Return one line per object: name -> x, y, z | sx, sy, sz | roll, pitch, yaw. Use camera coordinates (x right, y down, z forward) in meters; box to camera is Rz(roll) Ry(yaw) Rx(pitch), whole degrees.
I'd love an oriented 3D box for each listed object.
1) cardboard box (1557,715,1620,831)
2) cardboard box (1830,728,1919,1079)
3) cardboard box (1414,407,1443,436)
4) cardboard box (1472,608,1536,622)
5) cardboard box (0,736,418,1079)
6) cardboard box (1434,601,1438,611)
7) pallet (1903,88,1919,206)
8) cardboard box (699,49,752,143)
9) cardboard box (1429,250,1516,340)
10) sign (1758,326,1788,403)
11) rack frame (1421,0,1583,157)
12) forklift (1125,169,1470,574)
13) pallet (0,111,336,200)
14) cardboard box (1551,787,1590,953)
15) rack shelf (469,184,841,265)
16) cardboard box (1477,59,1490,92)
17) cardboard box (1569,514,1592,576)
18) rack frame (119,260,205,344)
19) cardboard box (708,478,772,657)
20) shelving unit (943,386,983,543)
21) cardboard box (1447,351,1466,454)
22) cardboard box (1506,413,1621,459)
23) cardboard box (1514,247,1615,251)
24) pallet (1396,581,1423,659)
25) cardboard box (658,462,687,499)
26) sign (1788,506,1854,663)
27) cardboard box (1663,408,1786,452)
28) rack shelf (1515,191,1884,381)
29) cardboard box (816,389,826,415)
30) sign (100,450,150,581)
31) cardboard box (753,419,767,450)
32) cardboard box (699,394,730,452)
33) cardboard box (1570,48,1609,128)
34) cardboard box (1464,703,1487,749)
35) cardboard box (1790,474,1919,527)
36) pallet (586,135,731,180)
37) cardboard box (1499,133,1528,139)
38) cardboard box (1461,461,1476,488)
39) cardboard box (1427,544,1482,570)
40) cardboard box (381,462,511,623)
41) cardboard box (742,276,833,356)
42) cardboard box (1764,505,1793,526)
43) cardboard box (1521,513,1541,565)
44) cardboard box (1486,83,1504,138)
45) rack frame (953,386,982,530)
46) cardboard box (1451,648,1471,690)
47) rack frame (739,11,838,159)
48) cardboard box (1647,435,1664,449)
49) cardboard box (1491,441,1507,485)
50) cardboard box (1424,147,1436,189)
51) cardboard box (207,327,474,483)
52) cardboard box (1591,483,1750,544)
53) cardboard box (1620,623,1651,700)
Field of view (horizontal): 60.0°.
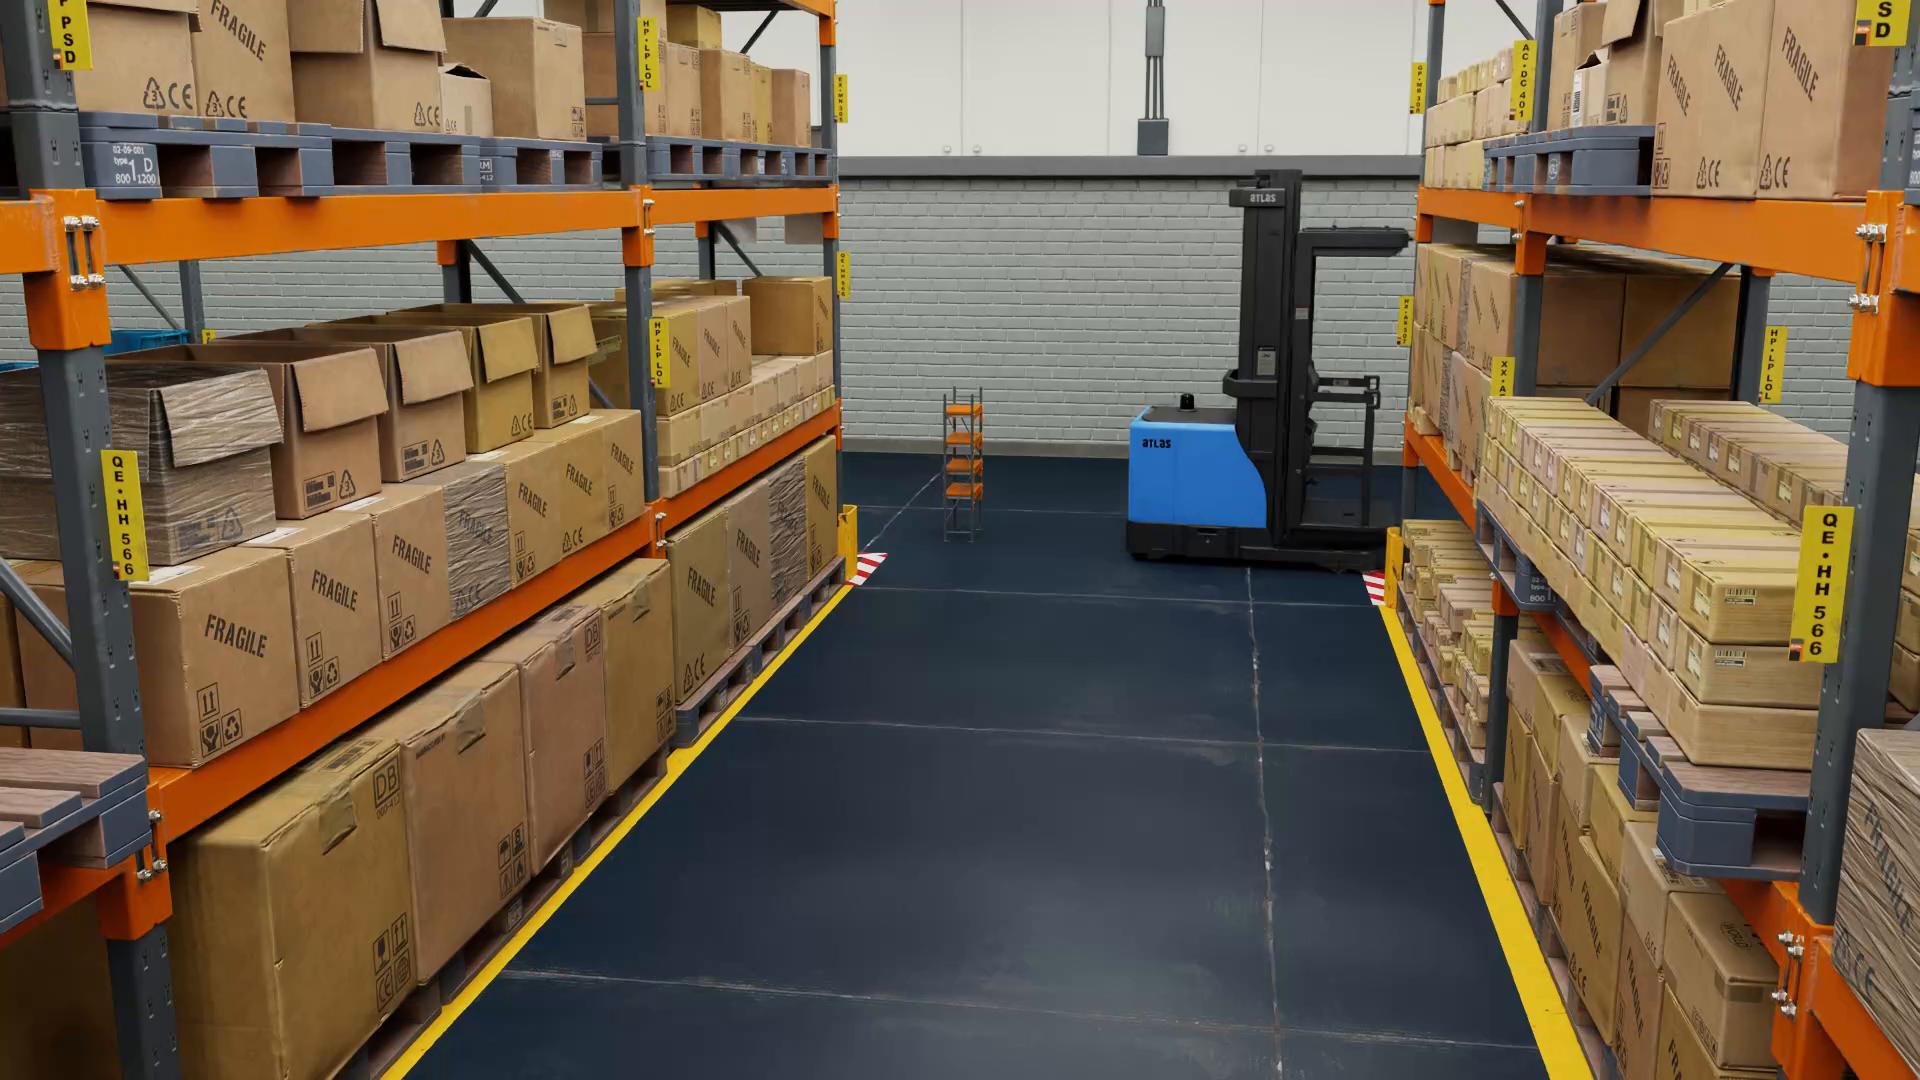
cardboard box -> 2.373, 0.815, 5.750 | 0.500, 0.250, 0.500 | 2, 12, 11
cardboard box -> 1.959, 0.671, 3.024 | 0.500, 0.500, 0.500 | 2, 12, 9
cardboard box -> 3.059, -0.742, 10.414 | 0.380, 0.149, 0.250 | 2, 12, 7
cardboard box -> 2.855, 0.459, 8.600 | 0.380, 0.149, 0.250 | 2, 12, 11
cardboard box -> -2.464, 1.144, 5.114 | 1.225, 0.875, 0.875 | 1, 12, 6
cardboard box -> 3.044, 0.471, 9.956 | 0.380, 0.149, 0.250 | 2, 12, 9
pallet -> 2.248, -0.603, 2.501 | 1.213, 0.211, 1.003 | 2, 12, 11
cardboard box -> -1.607, -2.530, 9.520 | 0.700, 0.500, 0.500 | 2, 12, 11
cardboard box -> 3.020, -1.416, 9.626 | 0.500, 0.500, 0.500 | 2, 12, 7
sign -> 3.459, -0.747, 7.089 | 0.100, 0.325, 0.005 | 2, 12, 9
rack frame -> 3.525, -3.963, 10.523 | 1.000, 3.000, 0.127 | 2, 12, 9
forklift -> 2.847, -1.302, 12.577 | 3.031, 2.935, 1.130 | 3, 12, 13
pallet -> -2.544, -1.057, 4.604 | 1.213, 0.211, 1.003 | 2, 12, 11
cardboard box -> 2.387, 1.184, 5.817 | 0.500, 0.500, 0.500 | 2, 12, 10
rack shelf -> -1.668, -1.911, 9.826 | 1.077, 0.370, 4.000 | 2, 12, 9
cardboard box -> 2.861, -2.374, 8.493 | 0.380, 0.149, 0.250 | 2, 12, 8
cardboard box -> 2.117, 0.021, 5.170 | 0.380, 0.149, 0.250 | 2, 12, 10
rack frame -> -6.255, -1.373, 12.743 | 1.000, 3.000, 0.127 | 2, 12, 9
cardboard box -> -1.657, 0.132, 9.809 | 0.875, 0.875, 0.875 | 2, 12, 9
shelving unit -> 0.025, -0.621, 13.527 | 0.258, 1.200, 0.503 | 2, 12, 9
cardboard box -> 2.864, -0.713, 8.740 | 0.500, 0.500, 0.500 | 2, 12, 8
cardboard box -> 2.316, -0.392, 6.382 | 0.380, 0.149, 0.250 | 2, 12, 9
cardboard box -> 3.622, -1.505, 10.039 | 0.500, 0.500, 0.500 | 1, 12, 7
pallet -> 3.353, 0.516, 10.596 | 1.003, 0.211, 1.213 | 2, 12, 9
cardboard box -> -1.602, -0.308, 8.397 | 0.380, 0.149, 0.250 | 2, 12, 9
sign -> 1.757, 0.092, 3.386 | 0.100, 0.325, 0.005 | 2, 12, 9
cardboard box -> 3.000, -0.425, 6.534 | 0.380, 0.149, 0.250 | 2, 12, 7
rack shelf -> 2.602, -0.896, 5.119 | 1.077, 0.370, 4.000 | 2, 12, 9
cardboard box -> -1.128, -0.950, 11.380 | 0.380, 0.149, 0.250 | 2, 12, 9
sign -> -2.053, -0.059, 4.085 | 0.100, 0.325, 0.005 | 2, 12, 9
cardboard box -> -1.363, -0.632, 9.902 | 0.380, 0.149, 0.250 | 2, 12, 7
cardboard box -> -1.563, -0.644, 9.013 | 0.500, 0.250, 0.500 | 2, 12, 8
cardboard box -> 2.567, -1.649, 6.122 | 0.500, 0.311, 0.500 | 2, 12, 8
cardboard box -> 2.633, 0.898, 7.977 | 0.380, 0.149, 0.250 | 2, 12, 9
cardboard box -> 2.757, -0.102, 5.034 | 0.380, 0.149, 0.250 | 2, 12, 10
pallet -> -1.840, -1.972, 8.616 | 1.003, 0.211, 1.213 | 2, 12, 9
cardboard box -> 2.718, -1.702, 7.506 | 0.500, 0.250, 0.500 | 2, 12, 10
cardboard box -> 2.831, -0.363, 8.655 | 0.380, 0.149, 0.250 | 1, 12, 6
cardboard box -> 3.063, 0.129, 10.133 | 0.380, 0.149, 0.250 | 1, 12, 6
cardboard box -> -2.016, -0.006, 6.165 | 0.500, 0.500, 0.500 | 2, 12, 9
cardboard box -> -1.176, -1.541, 11.393 | 0.500, 0.500, 0.500 | 2, 12, 9
cardboard box -> 2.801, -0.012, 5.320 | 0.380, 0.149, 0.250 | 2, 12, 11
cardboard box -> 2.237, 0.002, 5.964 | 0.380, 0.149, 0.250 | 1, 12, 6
cardboard box -> 2.821, -2.047, 7.923 | 0.500, 0.250, 0.500 | 1, 12, 6
rack frame -> 0.063, -0.672, 13.763 | 0.240, 1.200, 0.015 | 2, 12, 9
cardboard box -> 2.697, 0.656, 8.393 | 0.380, 0.149, 0.250 | 1, 12, 7
rack frame -> -1.361, -4.145, 11.366 | 1.000, 3.000, 0.127 | 2, 12, 9
cardboard box -> 3.044, -0.336, 6.828 | 0.380, 0.149, 0.250 | 2, 12, 10
cardboard box -> 2.357, -0.305, 6.680 | 0.380, 0.149, 0.250 | 2, 12, 8
cardboard box -> 3.203, -2.338, 10.459 | 0.500, 0.250, 0.500 | 2, 12, 11
cardboard box -> -2.263, -0.513, 6.136 | 0.797, 0.503, 0.637 | 2, 12, 10
cardboard box -> 2.078, -0.068, 4.875 | 0.380, 0.149, 0.250 | 2, 12, 9
cardboard box -> 1.995, 0.330, 4.443 | 0.380, 0.149, 0.250 | 2, 12, 10
